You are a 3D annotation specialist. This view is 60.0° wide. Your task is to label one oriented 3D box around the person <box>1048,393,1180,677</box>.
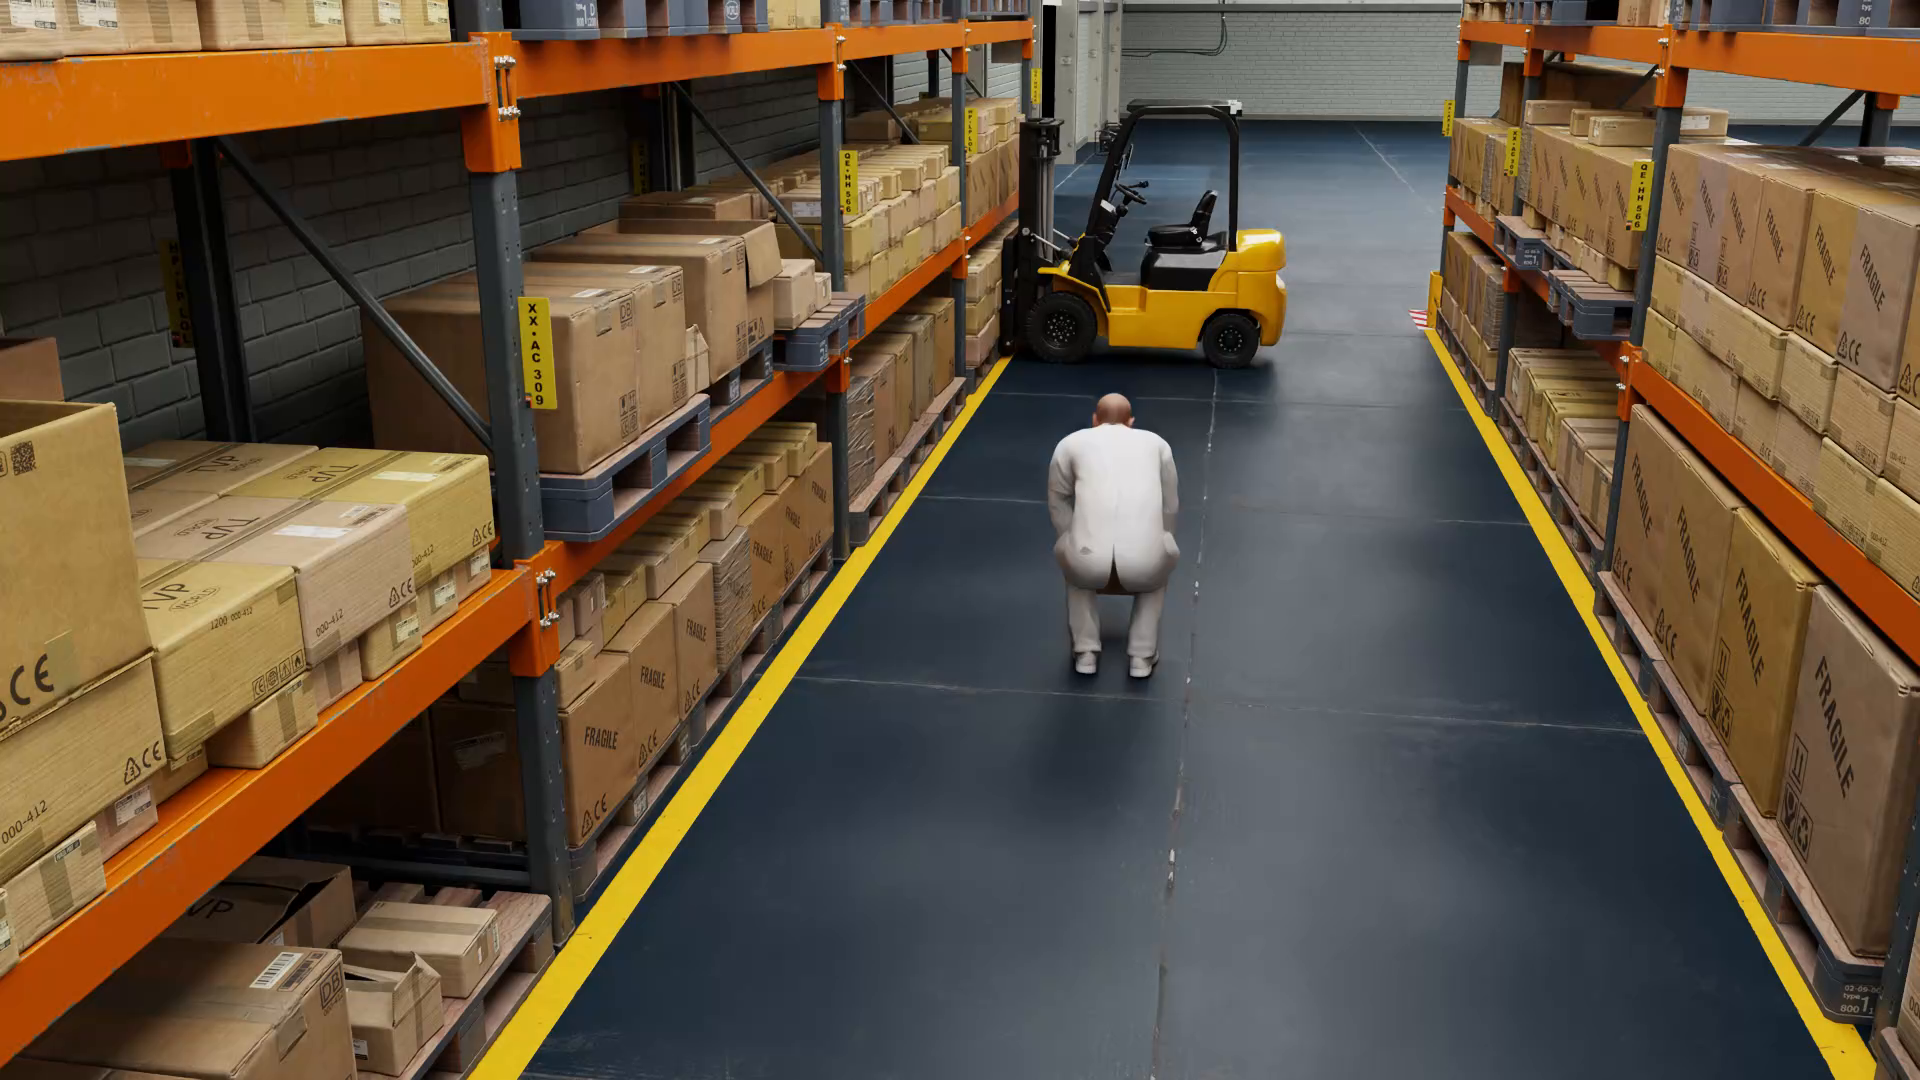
[{"bbox_3d":[0.694,-0.019,7.602,0.627,1.195,0.822,3,18,9],"label":"person"}]
